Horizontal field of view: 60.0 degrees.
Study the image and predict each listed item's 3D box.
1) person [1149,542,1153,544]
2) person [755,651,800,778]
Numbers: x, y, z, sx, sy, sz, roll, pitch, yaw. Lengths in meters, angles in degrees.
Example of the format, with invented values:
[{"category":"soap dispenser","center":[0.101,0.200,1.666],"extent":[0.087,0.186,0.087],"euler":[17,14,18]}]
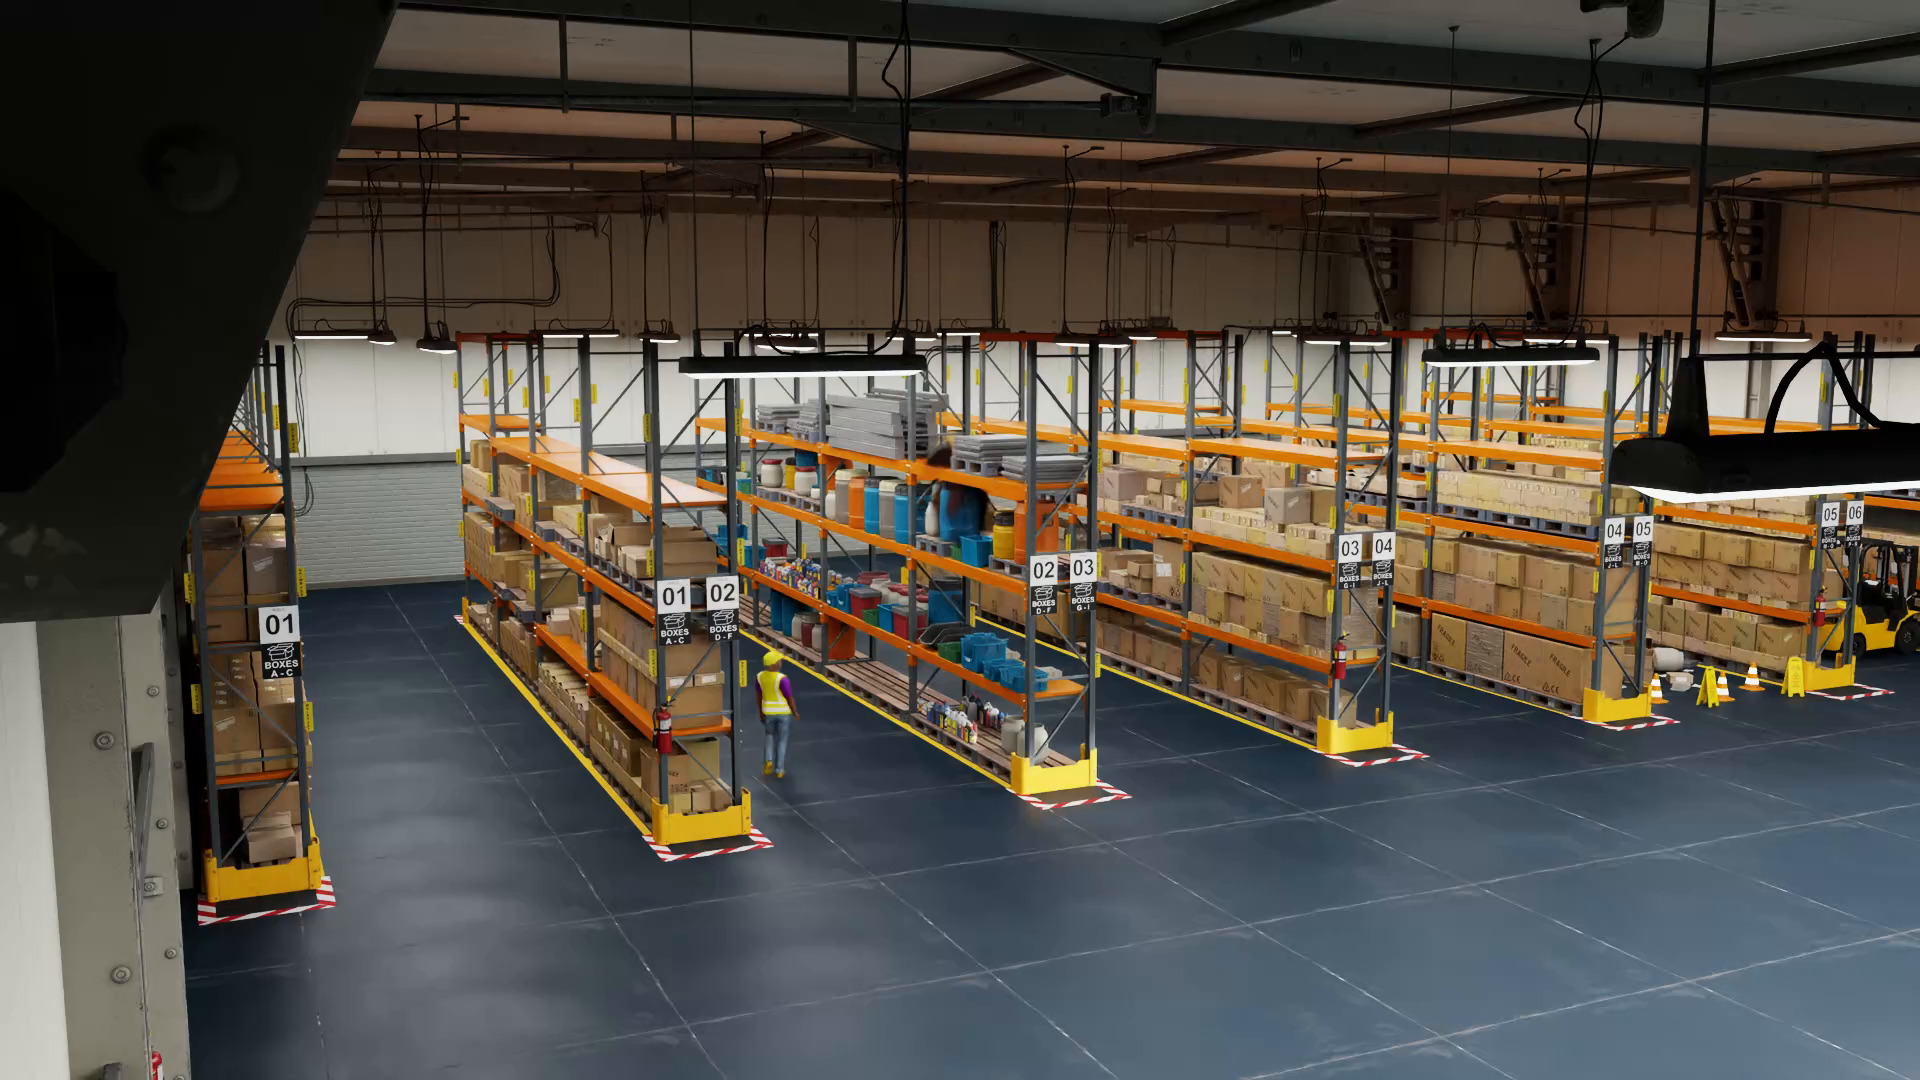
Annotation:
[{"category":"person","center":[5.630,-0.736,46.084],"extent":[0.988,1.724,0.625],"euler":[-7,10,-41]},{"category":"person","center":[-2.507,2.382,22.808],"extent":[0.614,1.767,0.496],"euler":[1,8,9]}]
